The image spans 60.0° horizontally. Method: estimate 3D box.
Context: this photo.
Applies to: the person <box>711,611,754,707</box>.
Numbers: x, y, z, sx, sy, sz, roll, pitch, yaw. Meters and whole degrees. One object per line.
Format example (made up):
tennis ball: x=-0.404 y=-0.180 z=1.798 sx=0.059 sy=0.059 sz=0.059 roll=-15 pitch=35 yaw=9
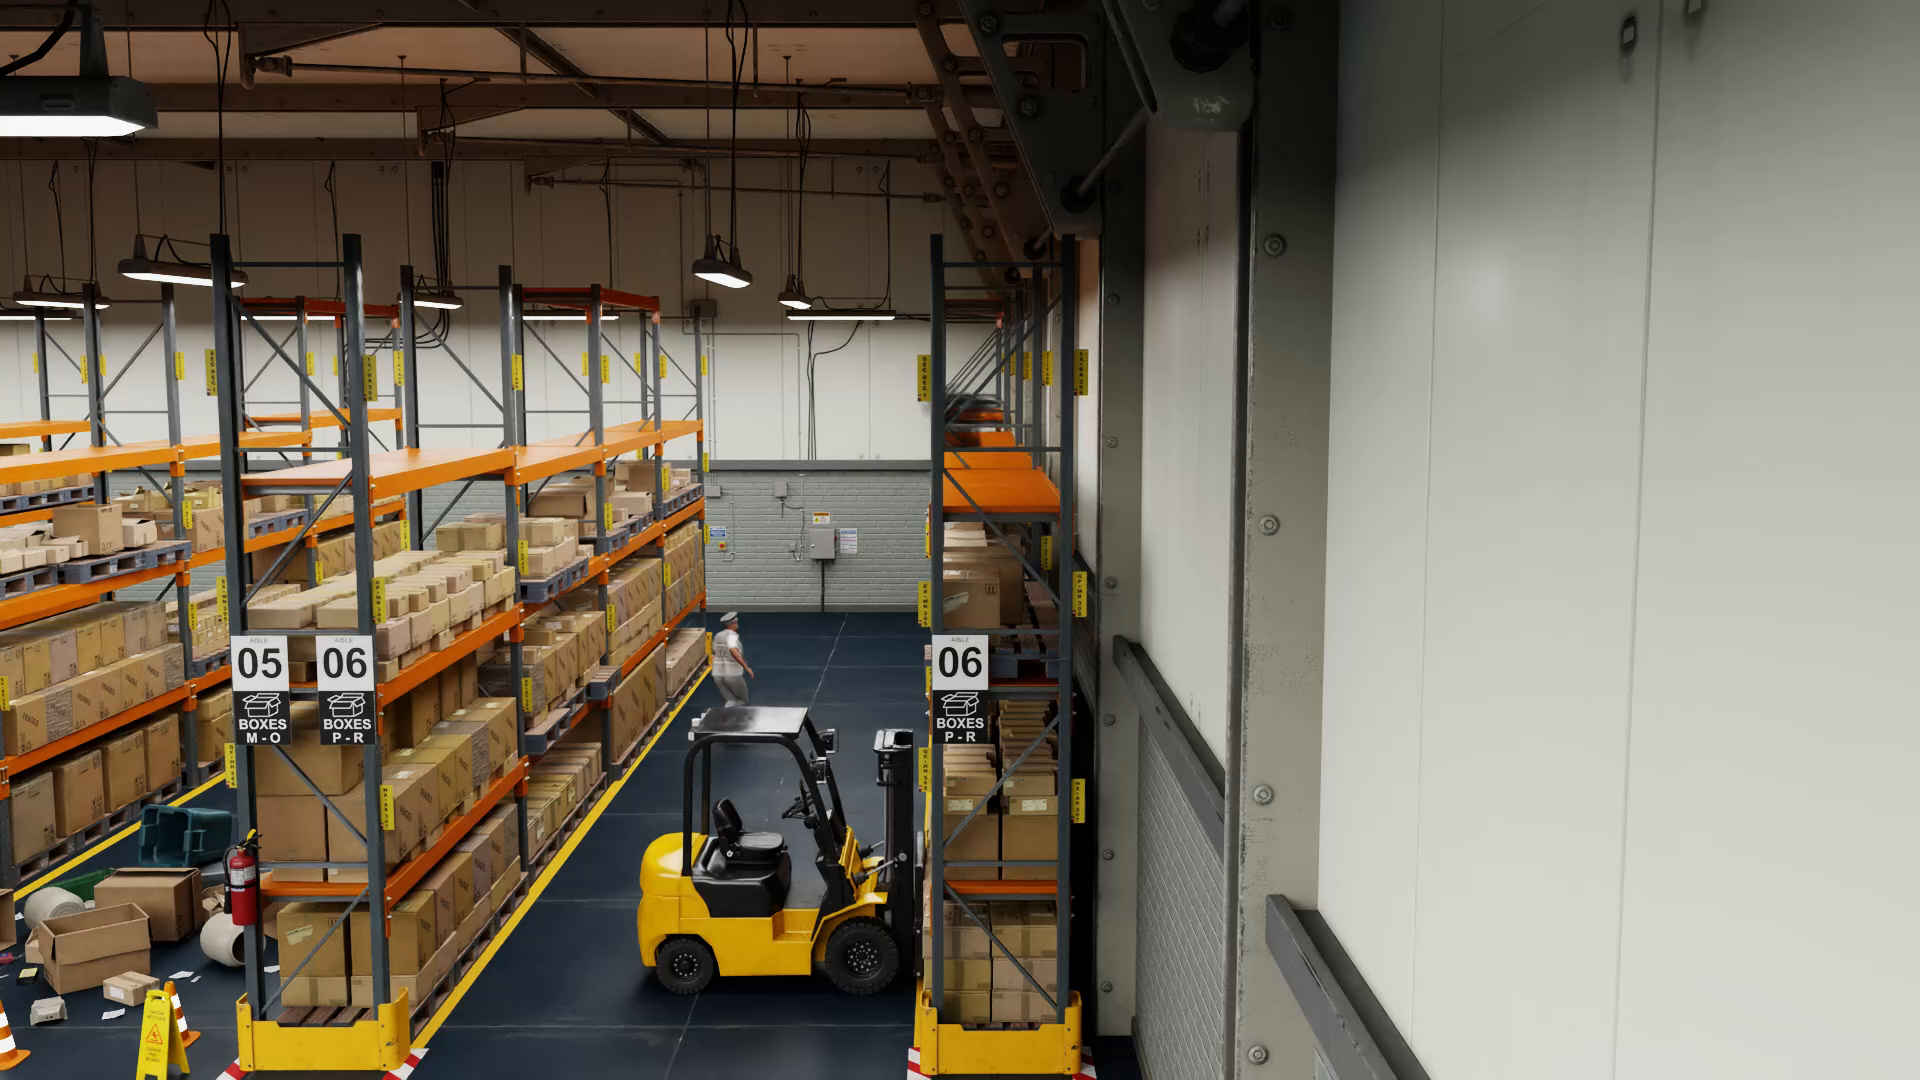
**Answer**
person: x=-3.149 y=1.860 z=22.644 sx=0.786 sy=1.706 sz=0.670 roll=4 pitch=7 yaw=32
